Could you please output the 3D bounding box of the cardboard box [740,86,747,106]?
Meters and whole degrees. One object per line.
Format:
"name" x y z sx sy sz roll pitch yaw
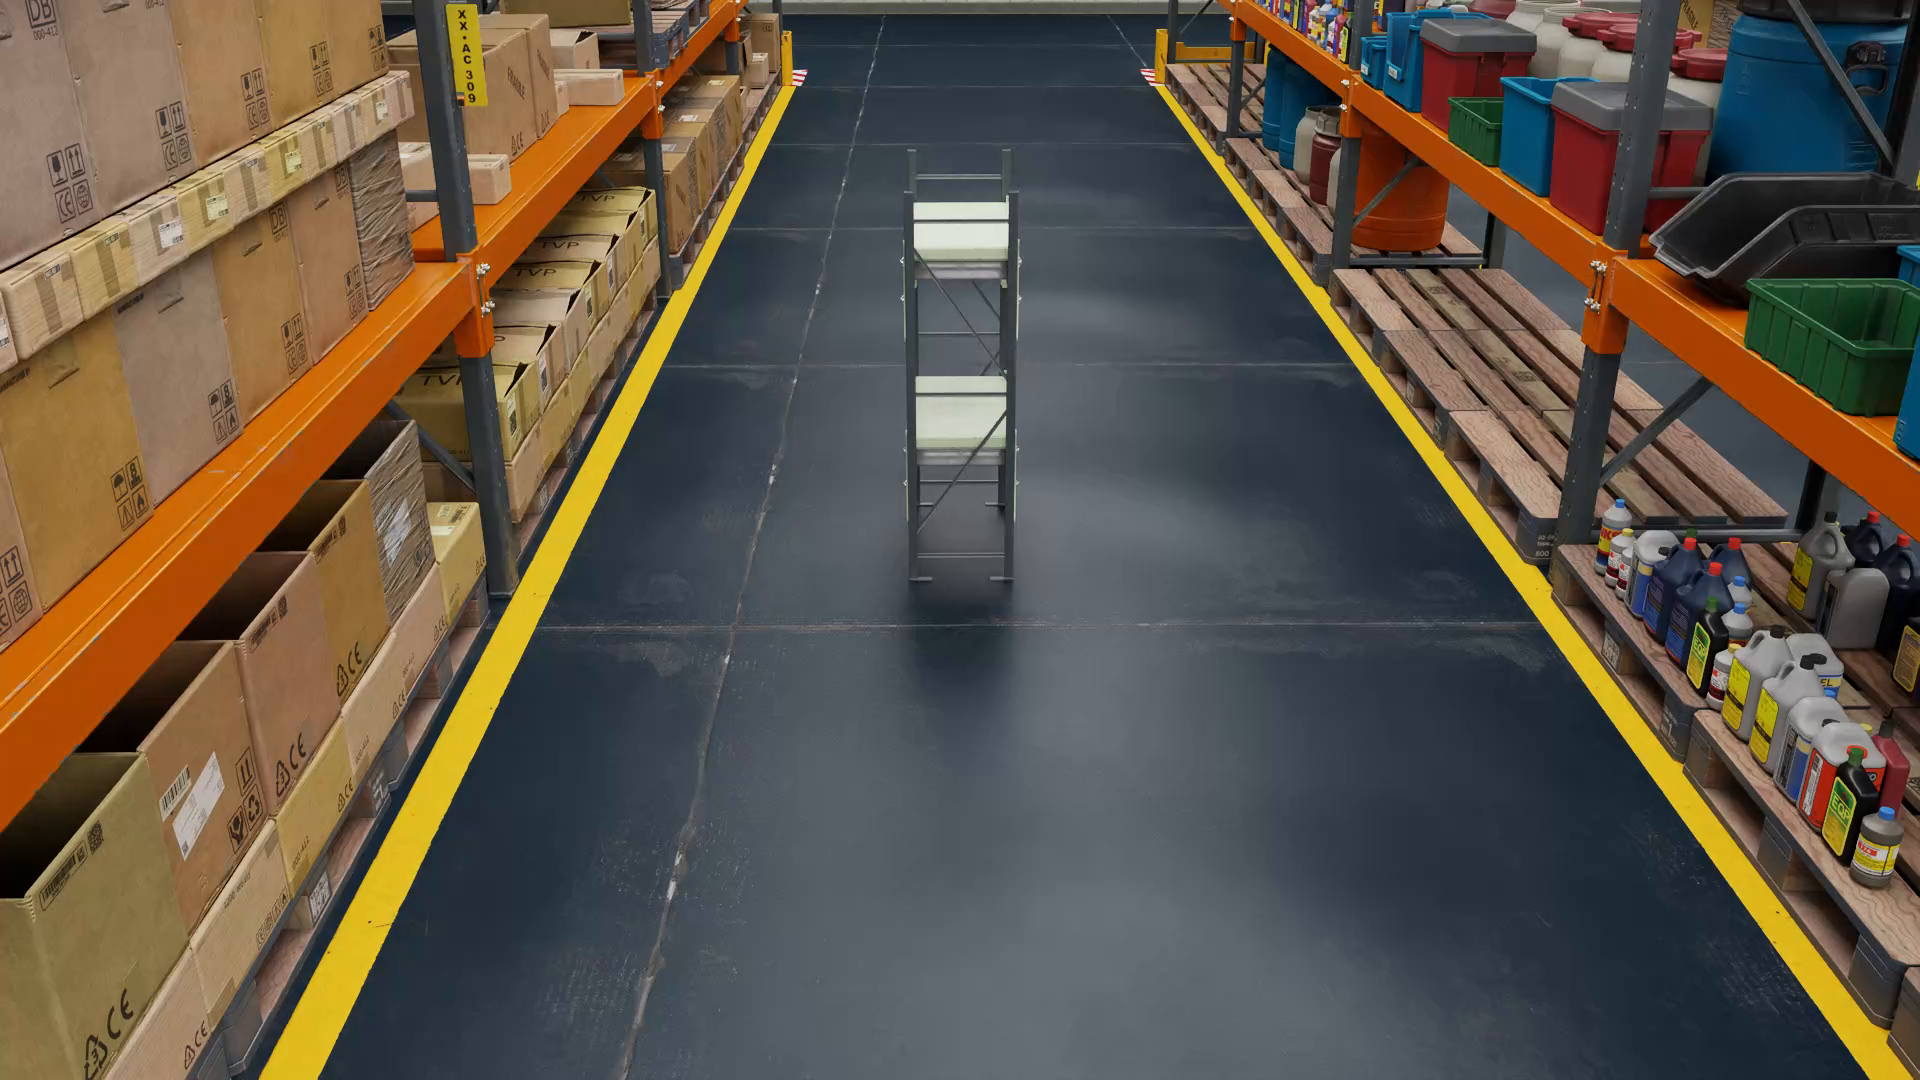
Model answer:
"cardboard box" -2.083 -3.907 14.653 0.380 0.166 0.250 0 24 -1

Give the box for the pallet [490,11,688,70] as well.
"pallet" -2.309 -3.011 9.999 1.213 0.211 1.003 0 24 -1

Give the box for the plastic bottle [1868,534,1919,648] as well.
"plastic bottle" 3.062 0.158 5.441 0.144 0.351 0.185 -1 24 -3

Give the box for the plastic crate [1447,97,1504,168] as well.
"plastic crate" 2.464 -1.811 7.372 0.450 0.188 0.662 0 24 -1

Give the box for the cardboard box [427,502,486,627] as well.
"cardboard box" -1.965 0.081 5.758 0.500 0.250 0.500 0 24 -1

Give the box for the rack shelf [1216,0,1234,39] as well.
"rack shelf" 2.656 -4.984 15.004 1.077 0.370 4.000 0 24 -1

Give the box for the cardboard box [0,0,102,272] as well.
"cardboard box" -2.155 -0.798 3.178 0.700 0.500 0.500 0 24 0

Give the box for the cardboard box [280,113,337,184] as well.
"cardboard box" -1.961 -1.083 4.596 0.380 0.149 0.250 0 24 -1

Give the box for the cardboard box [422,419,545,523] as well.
"cardboard box" -1.945 -0.277 6.549 0.500 0.250 0.500 -1 24 -2

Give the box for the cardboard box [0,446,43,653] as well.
"cardboard box" -2.147 0.023 2.938 0.700 0.500 0.500 0 24 1

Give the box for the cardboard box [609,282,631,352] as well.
"cardboard box" -1.971 -1.122 8.418 0.500 0.250 0.500 0 24 1

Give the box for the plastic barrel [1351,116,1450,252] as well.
"plastic barrel" 2.699 -2.244 10.195 0.600 0.830 0.708 0 24 -1

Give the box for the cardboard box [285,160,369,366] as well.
"cardboard box" -2.165 -0.816 4.793 0.700 0.500 0.500 -1 24 -1

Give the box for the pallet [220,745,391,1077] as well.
"pallet" -2.205 0.932 4.434 1.003 0.211 1.213 0 24 -1

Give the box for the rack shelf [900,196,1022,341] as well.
"rack shelf" 0.000 -1.036 6.274 0.431 0.370 0.720 0 24 -1

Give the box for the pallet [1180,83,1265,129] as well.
"pallet" 2.615 -4.024 15.392 1.003 0.211 1.213 0 24 -1

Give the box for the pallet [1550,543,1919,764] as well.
"pallet" 2.731 0.356 5.707 1.003 0.211 1.213 0 24 -1

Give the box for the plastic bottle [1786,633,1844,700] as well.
"plastic bottle" 2.513 0.425 4.941 0.152 0.276 0.135 0 24 -1

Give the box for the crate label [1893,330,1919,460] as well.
"crate label" 2.518 -0.317 3.767 0.502 0.435 0.616 0 24 -1

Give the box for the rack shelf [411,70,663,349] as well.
"rack shelf" -2.210 -1.667 7.669 1.077 0.370 4.000 0 24 -1

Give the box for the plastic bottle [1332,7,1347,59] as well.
"plastic bottle" 2.288 -3.046 9.987 0.061 0.283 0.133 0 24 -1

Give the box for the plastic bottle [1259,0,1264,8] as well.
"plastic bottle" 2.306 -4.088 12.300 0.152 0.276 0.135 0 24 -1

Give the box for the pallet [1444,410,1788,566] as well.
"pallet" 2.718 -0.244 7.034 1.003 0.211 1.213 0 24 -1

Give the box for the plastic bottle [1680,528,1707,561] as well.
"plastic bottle" 2.467 0.111 5.626 0.061 0.283 0.133 0 24 -1

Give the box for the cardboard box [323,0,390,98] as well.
"cardboard box" -2.177 -1.625 5.006 0.700 0.500 0.500 0 24 0

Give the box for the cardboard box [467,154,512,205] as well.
"cardboard box" -1.993 -1.422 6.560 0.380 0.149 0.250 0 24 -1

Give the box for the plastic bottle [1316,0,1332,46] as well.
"plastic bottle" 2.301 -3.249 10.450 0.097 0.271 0.097 0 24 0

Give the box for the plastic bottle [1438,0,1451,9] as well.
"plastic bottle" 3.076 -3.307 10.565 0.061 0.283 0.133 0 24 -1

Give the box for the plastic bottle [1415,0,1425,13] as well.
"plastic bottle" 3.053 -3.485 10.971 0.097 0.271 0.097 0 24 0

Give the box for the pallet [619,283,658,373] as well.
"pallet" -2.262 -1.209 9.167 1.003 0.211 1.213 0 24 -1

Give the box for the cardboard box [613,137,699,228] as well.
"cardboard box" -1.962 -2.285 10.662 0.500 0.500 0.500 -1 24 -2

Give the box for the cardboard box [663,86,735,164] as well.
"cardboard box" -1.986 -3.123 12.515 0.500 0.500 0.500 0 24 0

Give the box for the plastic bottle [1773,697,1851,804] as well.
"plastic bottle" 2.373 0.581 4.596 0.152 0.276 0.135 -1 24 -2

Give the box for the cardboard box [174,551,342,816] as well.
"cardboard box" -1.942 0.357 4.237 0.500 0.500 0.500 0 24 -1

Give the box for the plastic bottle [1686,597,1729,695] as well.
"plastic bottle" 2.321 0.326 5.151 0.061 0.283 0.133 1 24 2

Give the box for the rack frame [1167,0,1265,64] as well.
"rack frame" 2.634 -6.136 16.678 1.000 3.000 0.127 0 24 -1

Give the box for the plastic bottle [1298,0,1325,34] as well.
"plastic bottle" 2.318 -3.519 10.950 0.144 0.351 0.185 0 24 -1

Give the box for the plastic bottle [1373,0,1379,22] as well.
"plastic bottle" 2.894 -3.751 11.559 0.097 0.271 0.097 0 24 0

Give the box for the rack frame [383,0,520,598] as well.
"rack frame" -2.188 -1.171 5.699 1.000 3.000 0.127 0 24 -1

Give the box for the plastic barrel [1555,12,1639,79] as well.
"plastic barrel" 2.961 -2.129 7.653 0.433 0.535 0.433 0 24 0

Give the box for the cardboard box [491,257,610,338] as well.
"cardboard box" -1.962 -1.170 7.843 0.500 0.311 0.500 0 24 1

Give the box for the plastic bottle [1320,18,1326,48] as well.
"plastic bottle" 2.302 -3.177 10.376 0.097 0.201 0.097 0 24 0

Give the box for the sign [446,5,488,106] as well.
"sign" -1.633 -1.604 5.511 0.100 0.325 0.005 0 24 -1

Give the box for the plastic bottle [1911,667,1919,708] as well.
"plastic bottle" 2.957 0.390 5.011 0.061 0.283 0.133 0 24 -1

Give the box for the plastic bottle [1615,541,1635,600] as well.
"plastic bottle" 2.332 0.100 5.750 0.097 0.201 0.097 0 24 0

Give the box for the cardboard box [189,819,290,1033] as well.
"cardboard box" -1.942 0.905 3.936 0.500 0.250 0.500 0 24 -1

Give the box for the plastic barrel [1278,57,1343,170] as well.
"plastic barrel" 2.674 -3.207 12.238 0.600 0.901 0.708 0 24 -1

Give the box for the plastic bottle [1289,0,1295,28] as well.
"plastic bottle" 2.314 -3.650 11.240 0.144 0.351 0.185 0 24 -1

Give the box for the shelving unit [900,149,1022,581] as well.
"shelving unit" 0.000 -0.681 6.435 0.431 1.500 0.755 0 24 -1

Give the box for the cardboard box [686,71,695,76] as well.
"cardboard box" -2.573 -3.985 14.650 0.500 0.311 0.500 0 24 -1

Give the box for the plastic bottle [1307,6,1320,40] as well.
"plastic bottle" 2.297 -3.338 10.730 0.097 0.201 0.097 0 24 0

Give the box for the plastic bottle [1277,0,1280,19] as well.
"plastic bottle" 2.286 -3.776 11.699 0.097 0.201 0.097 0 24 0

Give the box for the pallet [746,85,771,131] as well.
"pallet" -2.298 -3.984 15.302 1.003 0.211 1.213 0 24 -1

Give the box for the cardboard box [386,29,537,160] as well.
"cardboard box" -2.191 -1.956 7.314 0.500 0.500 0.500 0 24 0

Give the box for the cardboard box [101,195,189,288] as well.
"cardboard box" -1.949 -0.660 3.660 0.380 0.149 0.250 0 24 0

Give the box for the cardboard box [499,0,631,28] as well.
"cardboard box" -2.351 -3.315 9.808 0.700 0.500 0.500 -9 26 -18
